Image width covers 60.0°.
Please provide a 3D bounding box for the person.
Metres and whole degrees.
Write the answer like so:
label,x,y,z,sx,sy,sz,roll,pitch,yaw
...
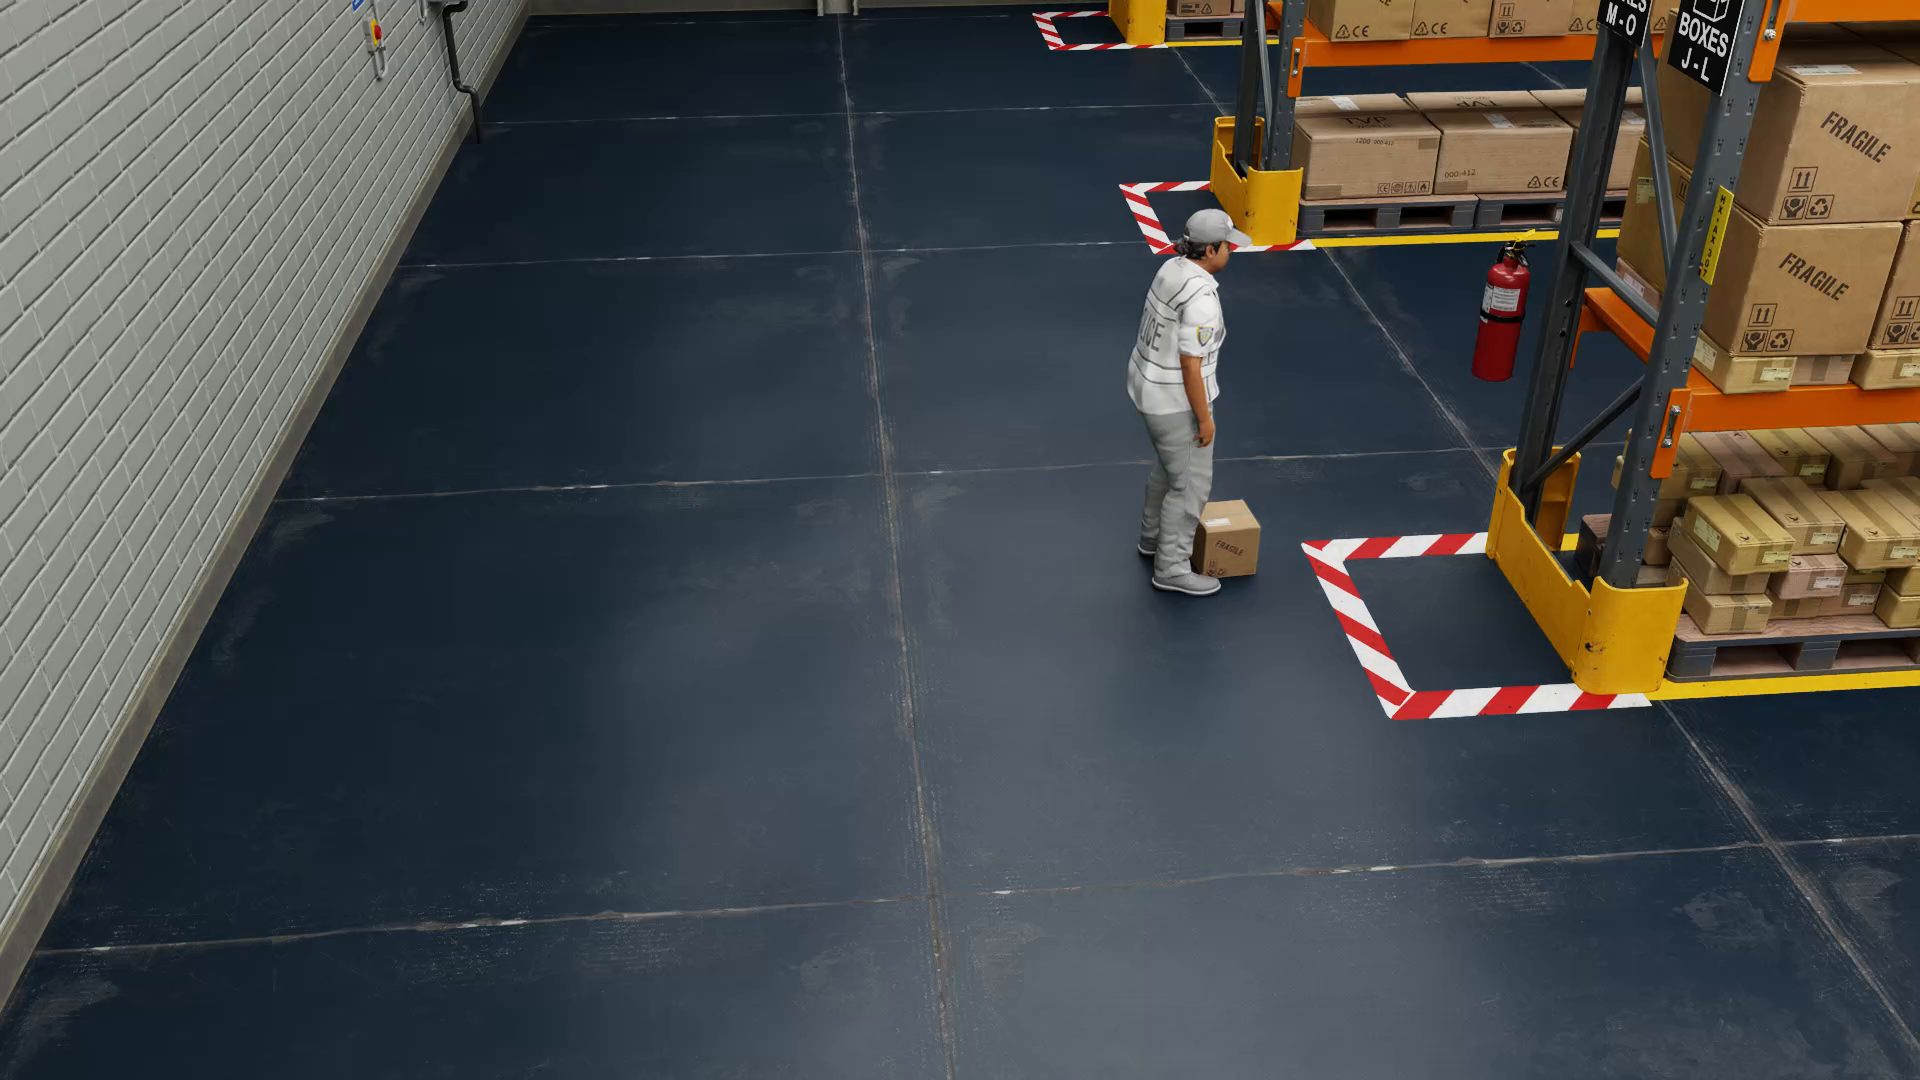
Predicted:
label,x,y,z,sx,sy,sz,roll,pitch,yaw
person,0.966,-0.600,7.114,0.464,1.667,0.564,-4,32,-7
